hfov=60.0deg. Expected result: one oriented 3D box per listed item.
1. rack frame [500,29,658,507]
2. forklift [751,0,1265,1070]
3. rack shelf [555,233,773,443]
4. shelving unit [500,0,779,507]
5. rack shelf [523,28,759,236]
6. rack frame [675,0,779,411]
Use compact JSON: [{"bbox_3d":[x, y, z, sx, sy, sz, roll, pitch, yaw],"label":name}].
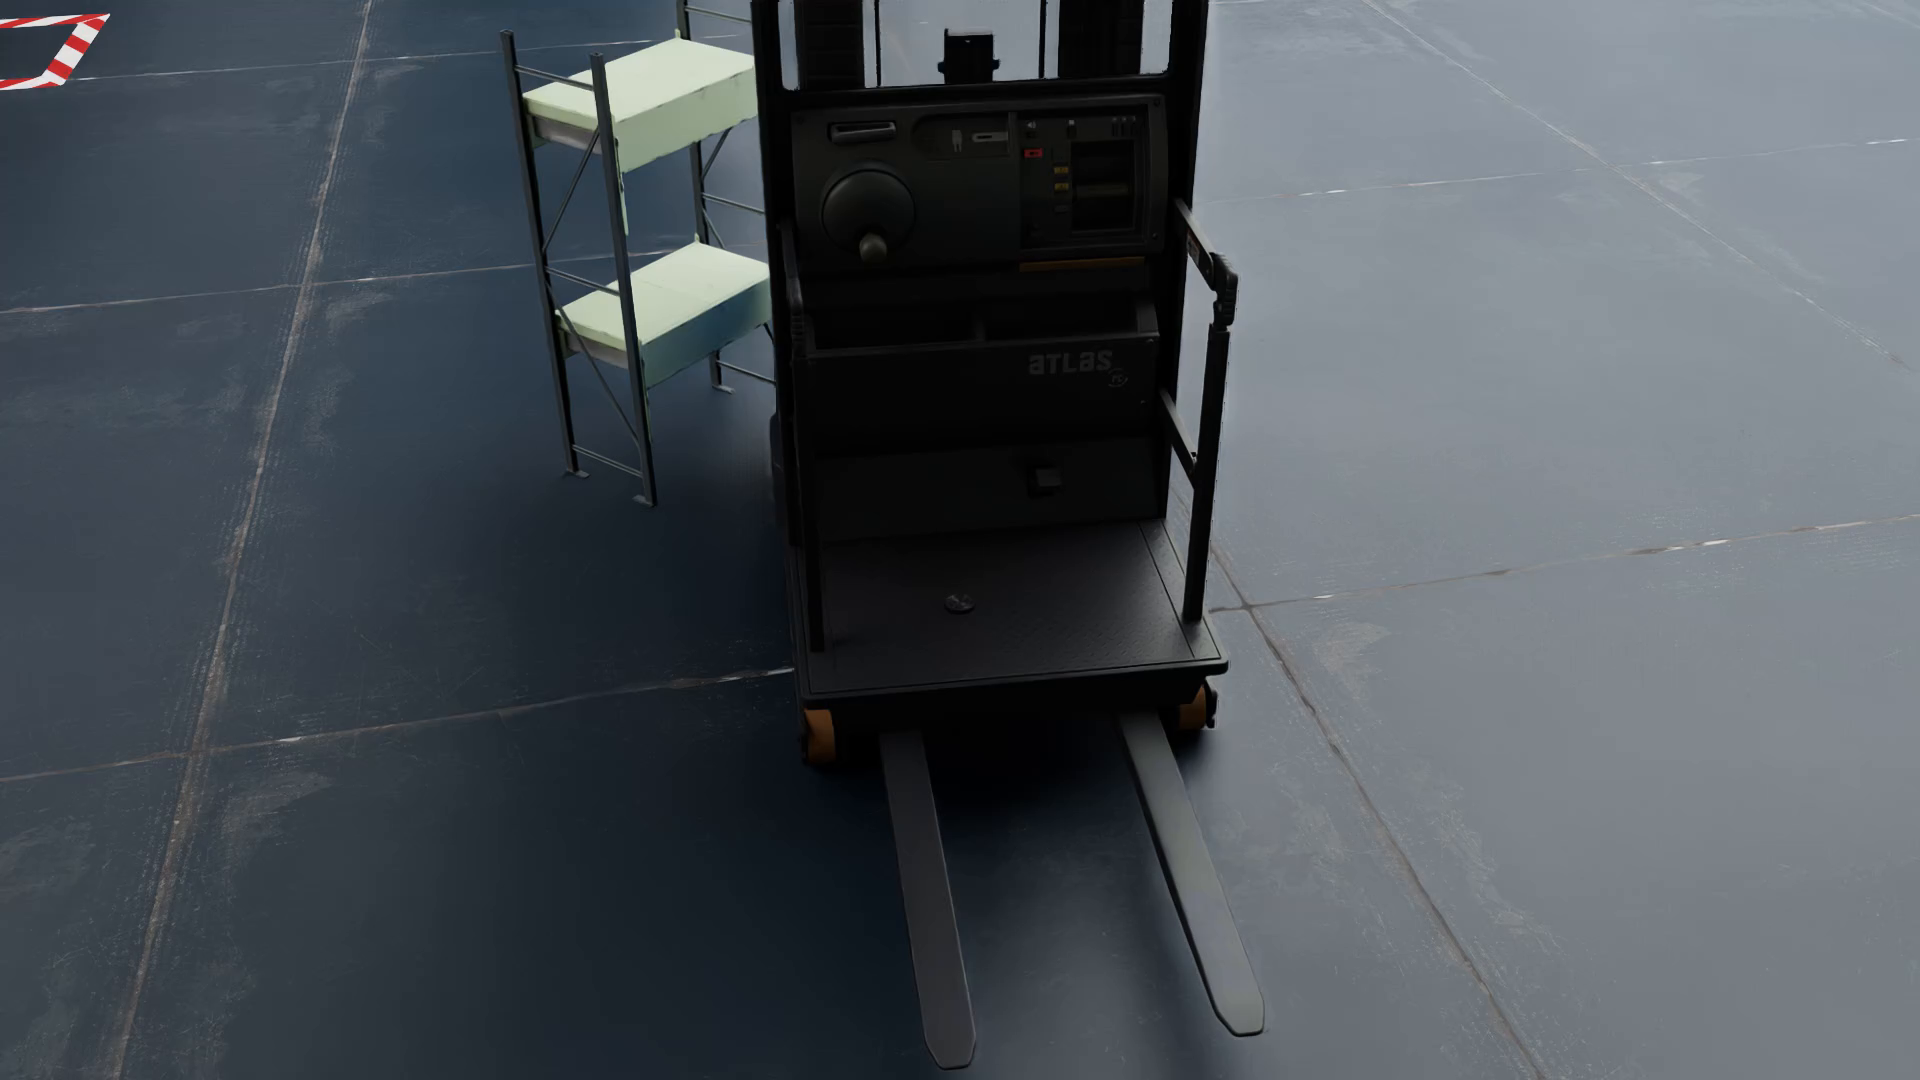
[{"bbox_3d":[-1.169,-0.798,5.166,0.400,1.500,0.023,21,39,28],"label":"rack frame"},{"bbox_3d":[0.085,-0.830,3.929,1.130,2.935,3.031,-4,34,-7],"label":"forklift"},{"bbox_3d":[-0.960,-0.695,5.597,0.431,0.370,0.720,21,39,28],"label":"rack shelf"},{"bbox_3d":[-0.960,-0.966,5.415,0.431,1.500,0.755,21,39,28],"label":"shelving unit"},{"bbox_3d":[-0.960,-1.290,5.198,0.431,0.370,0.720,21,39,28],"label":"rack shelf"},{"bbox_3d":[-0.751,-1.133,5.665,0.400,1.500,0.023,21,39,28],"label":"rack frame"}]
